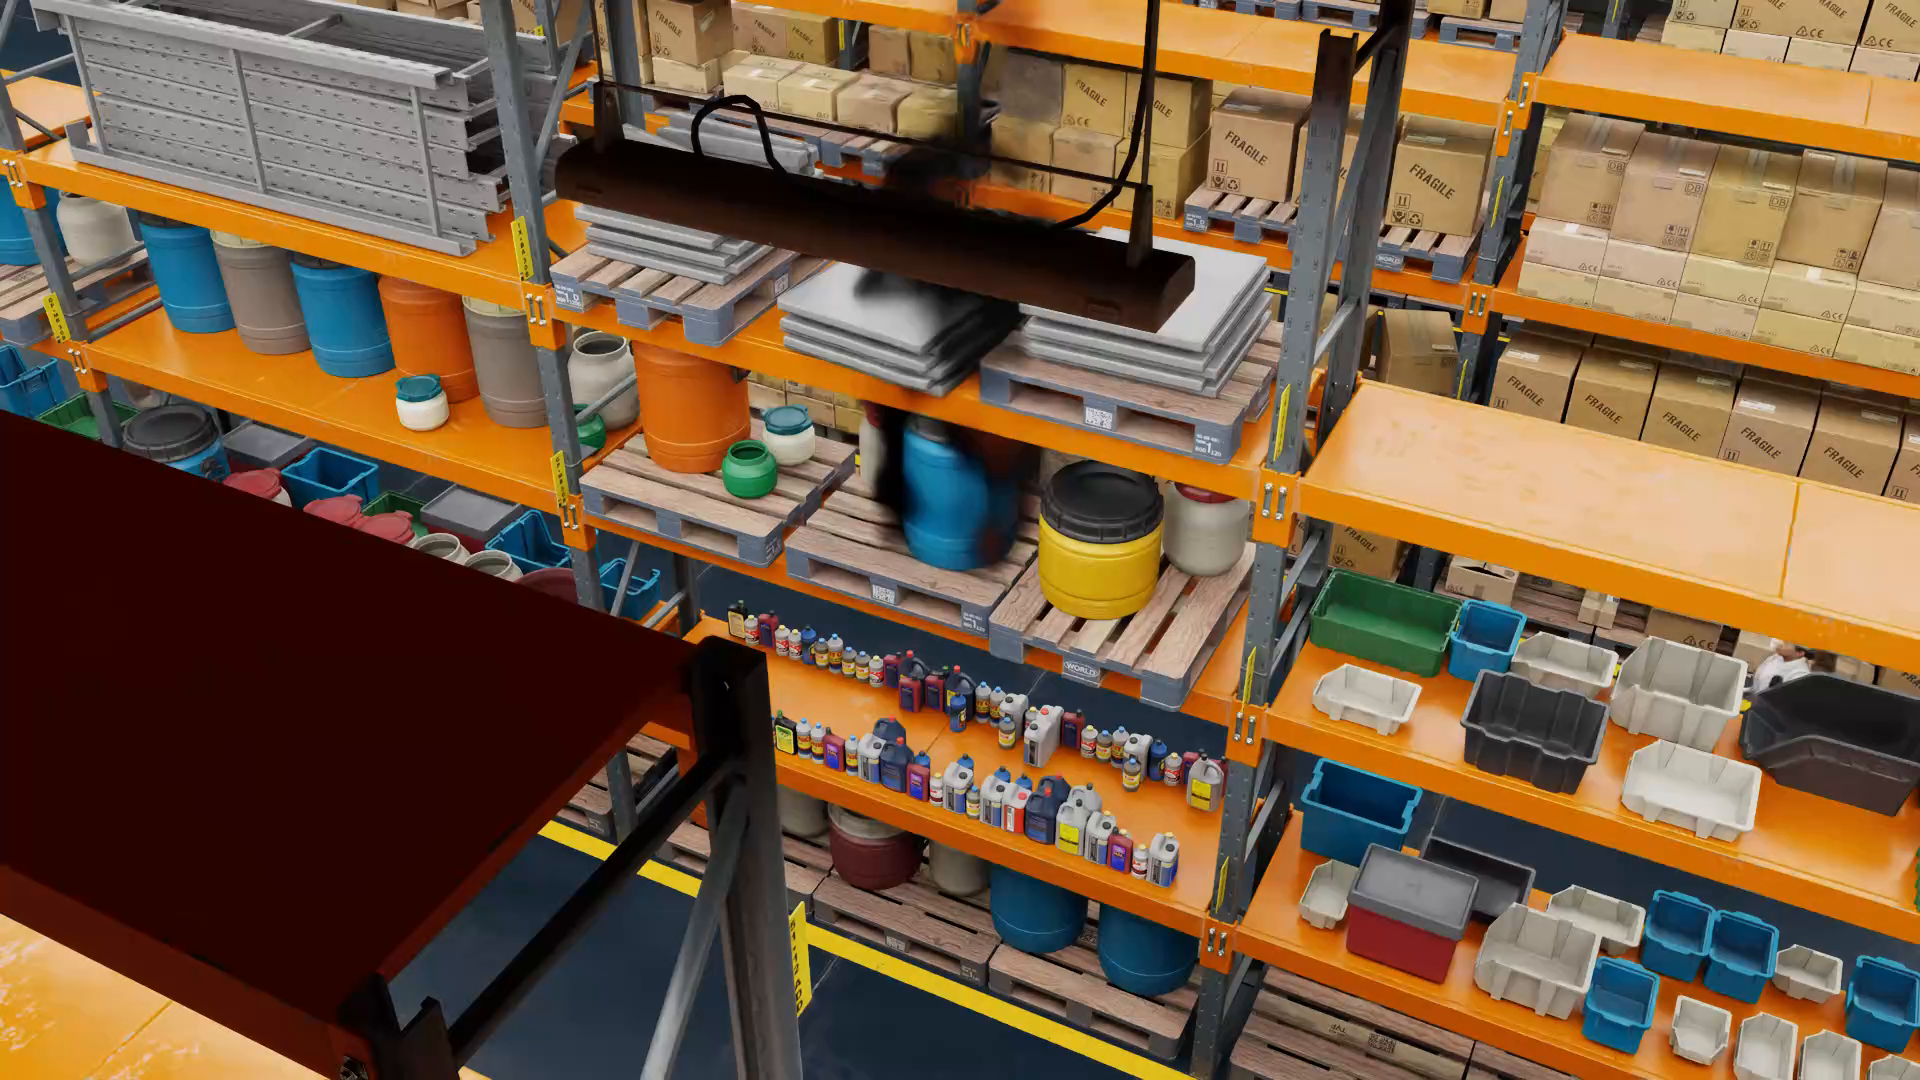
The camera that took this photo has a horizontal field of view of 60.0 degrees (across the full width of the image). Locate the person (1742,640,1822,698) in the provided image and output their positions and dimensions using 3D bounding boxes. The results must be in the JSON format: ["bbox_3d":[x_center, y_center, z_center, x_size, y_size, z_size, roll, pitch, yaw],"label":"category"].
[{"bbox_3d":[5.196,1.232,10.670,0.595,1.720,0.642,11,36,15],"label":"person"}]

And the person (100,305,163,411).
[{"bbox_3d":[-7.157,-1.543,14.622,0.754,1.750,0.671,14,38,20],"label":"person"}]
